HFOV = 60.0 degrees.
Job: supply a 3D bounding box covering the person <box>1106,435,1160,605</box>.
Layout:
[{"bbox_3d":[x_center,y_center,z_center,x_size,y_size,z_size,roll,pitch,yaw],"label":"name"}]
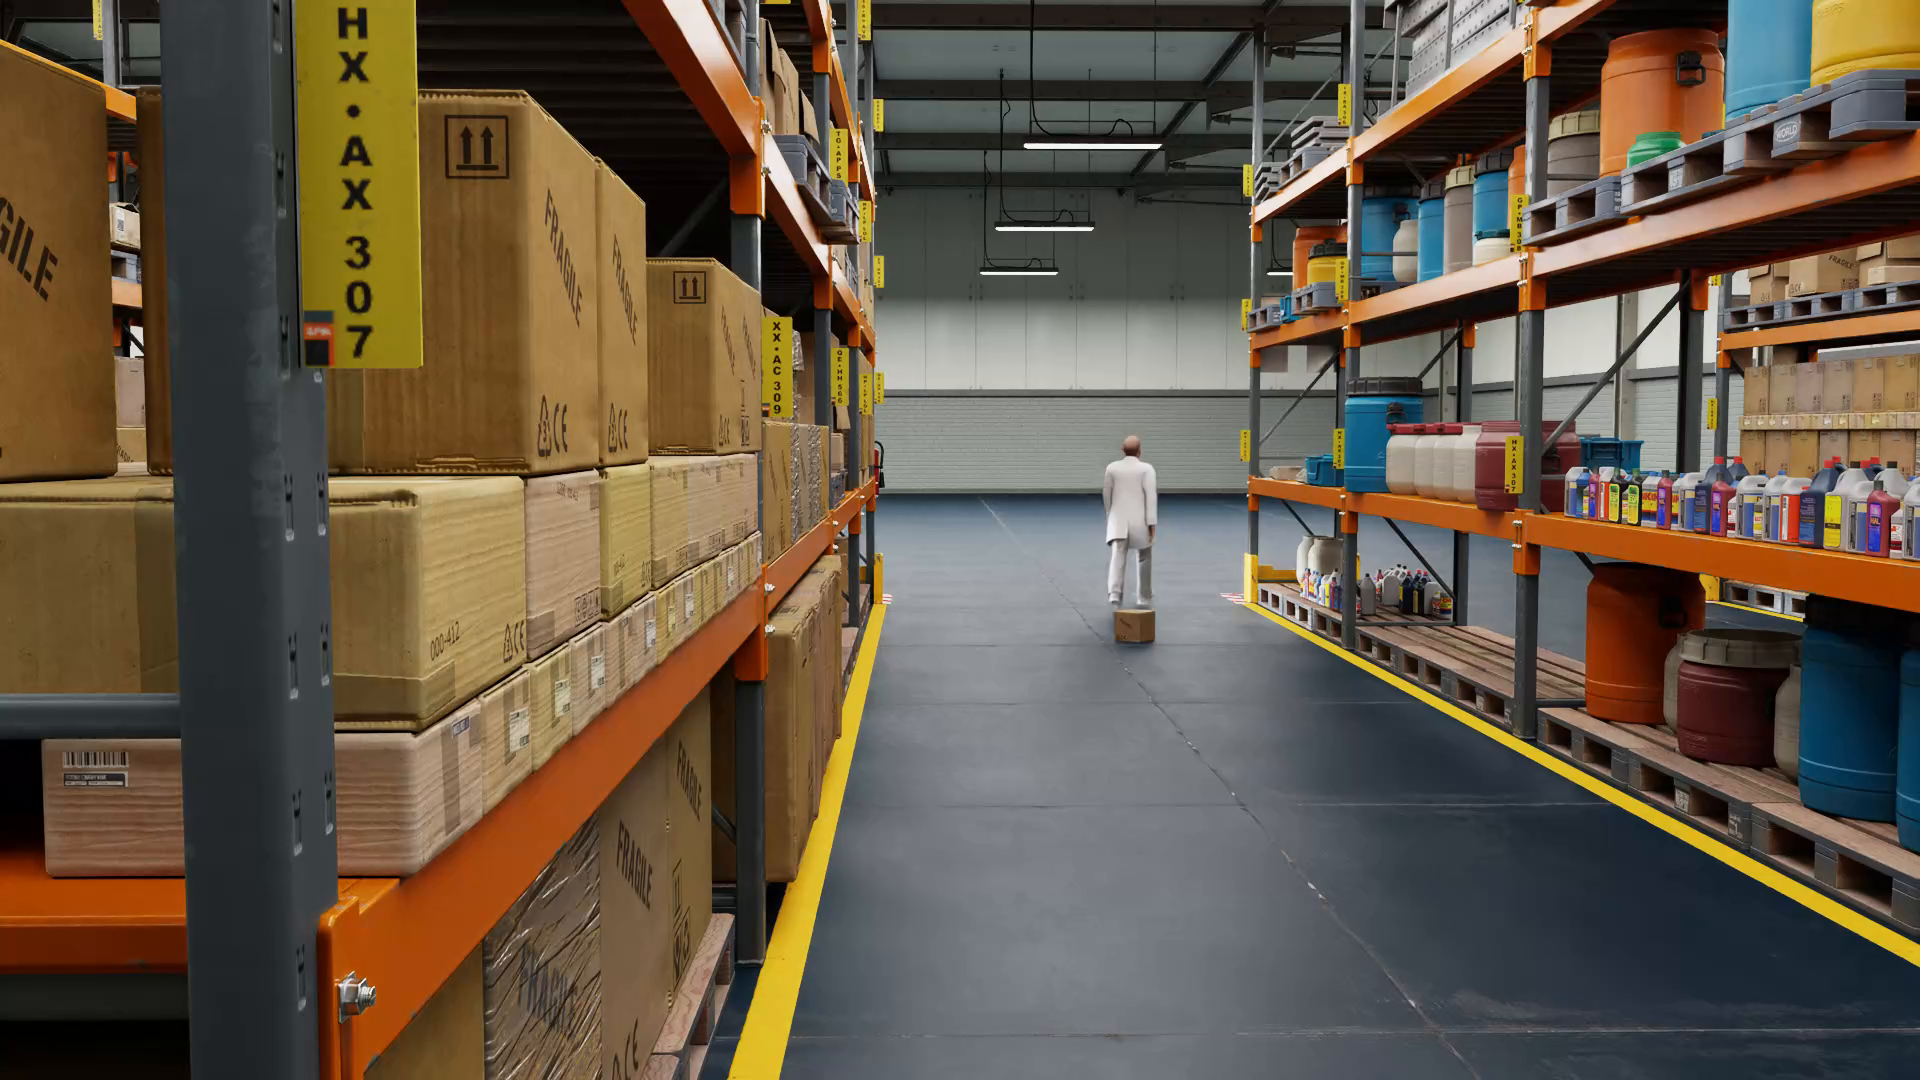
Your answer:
[{"bbox_3d":[1.749,-0.192,16.796,0.566,1.733,1.100,1,4,15],"label":"person"}]
